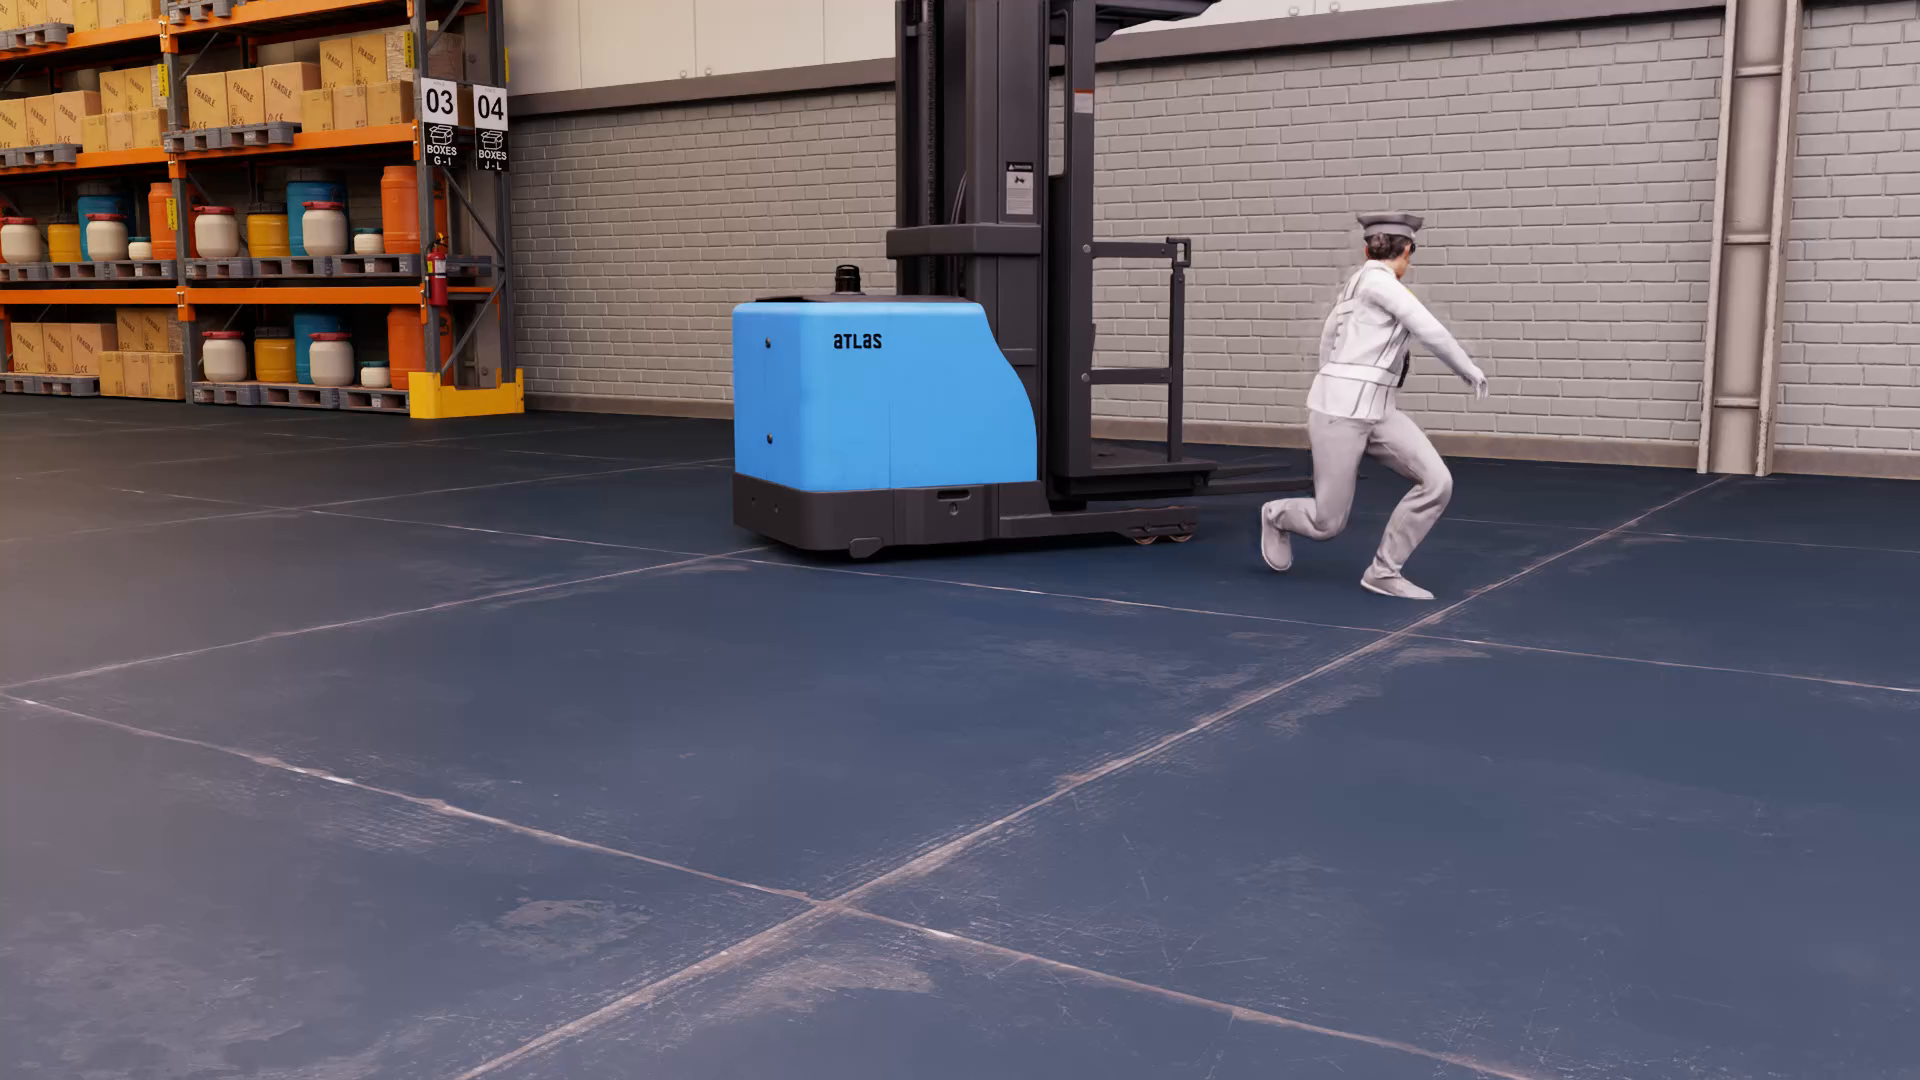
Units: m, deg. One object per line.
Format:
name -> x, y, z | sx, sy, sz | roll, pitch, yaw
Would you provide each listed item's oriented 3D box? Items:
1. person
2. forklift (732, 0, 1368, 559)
person -> 1.515, -0.508, 6.286 | 0.861, 1.447, 0.580 | 7, 11, 41
forklift -> 0.514, -1.492, 7.683 | 3.031, 2.935, 1.130 | -4, 9, -26
